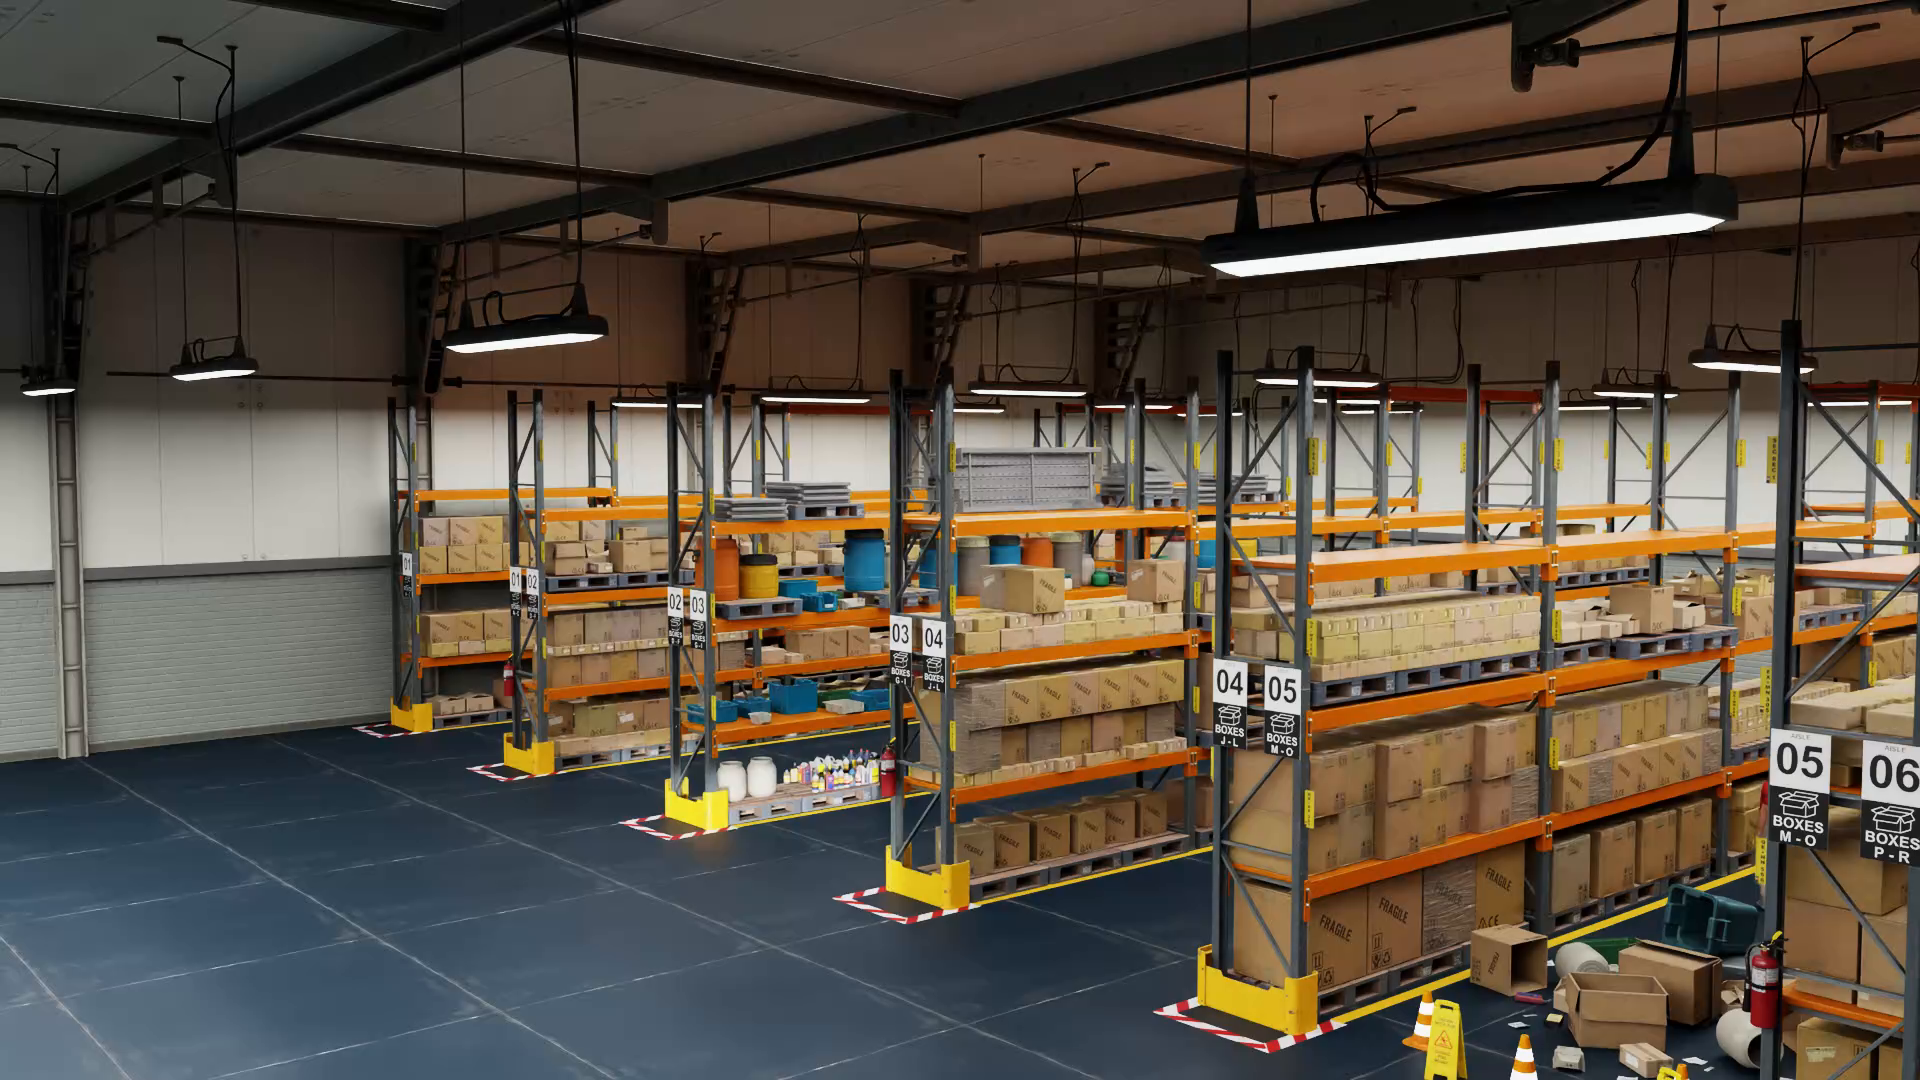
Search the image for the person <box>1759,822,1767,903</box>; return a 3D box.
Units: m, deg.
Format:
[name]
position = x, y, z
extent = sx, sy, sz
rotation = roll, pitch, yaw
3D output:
[person]
position = 13.215, 3.315, 18.043
extent = 8.720, 1.477, 1.380
rotation = 0, 3, 0
